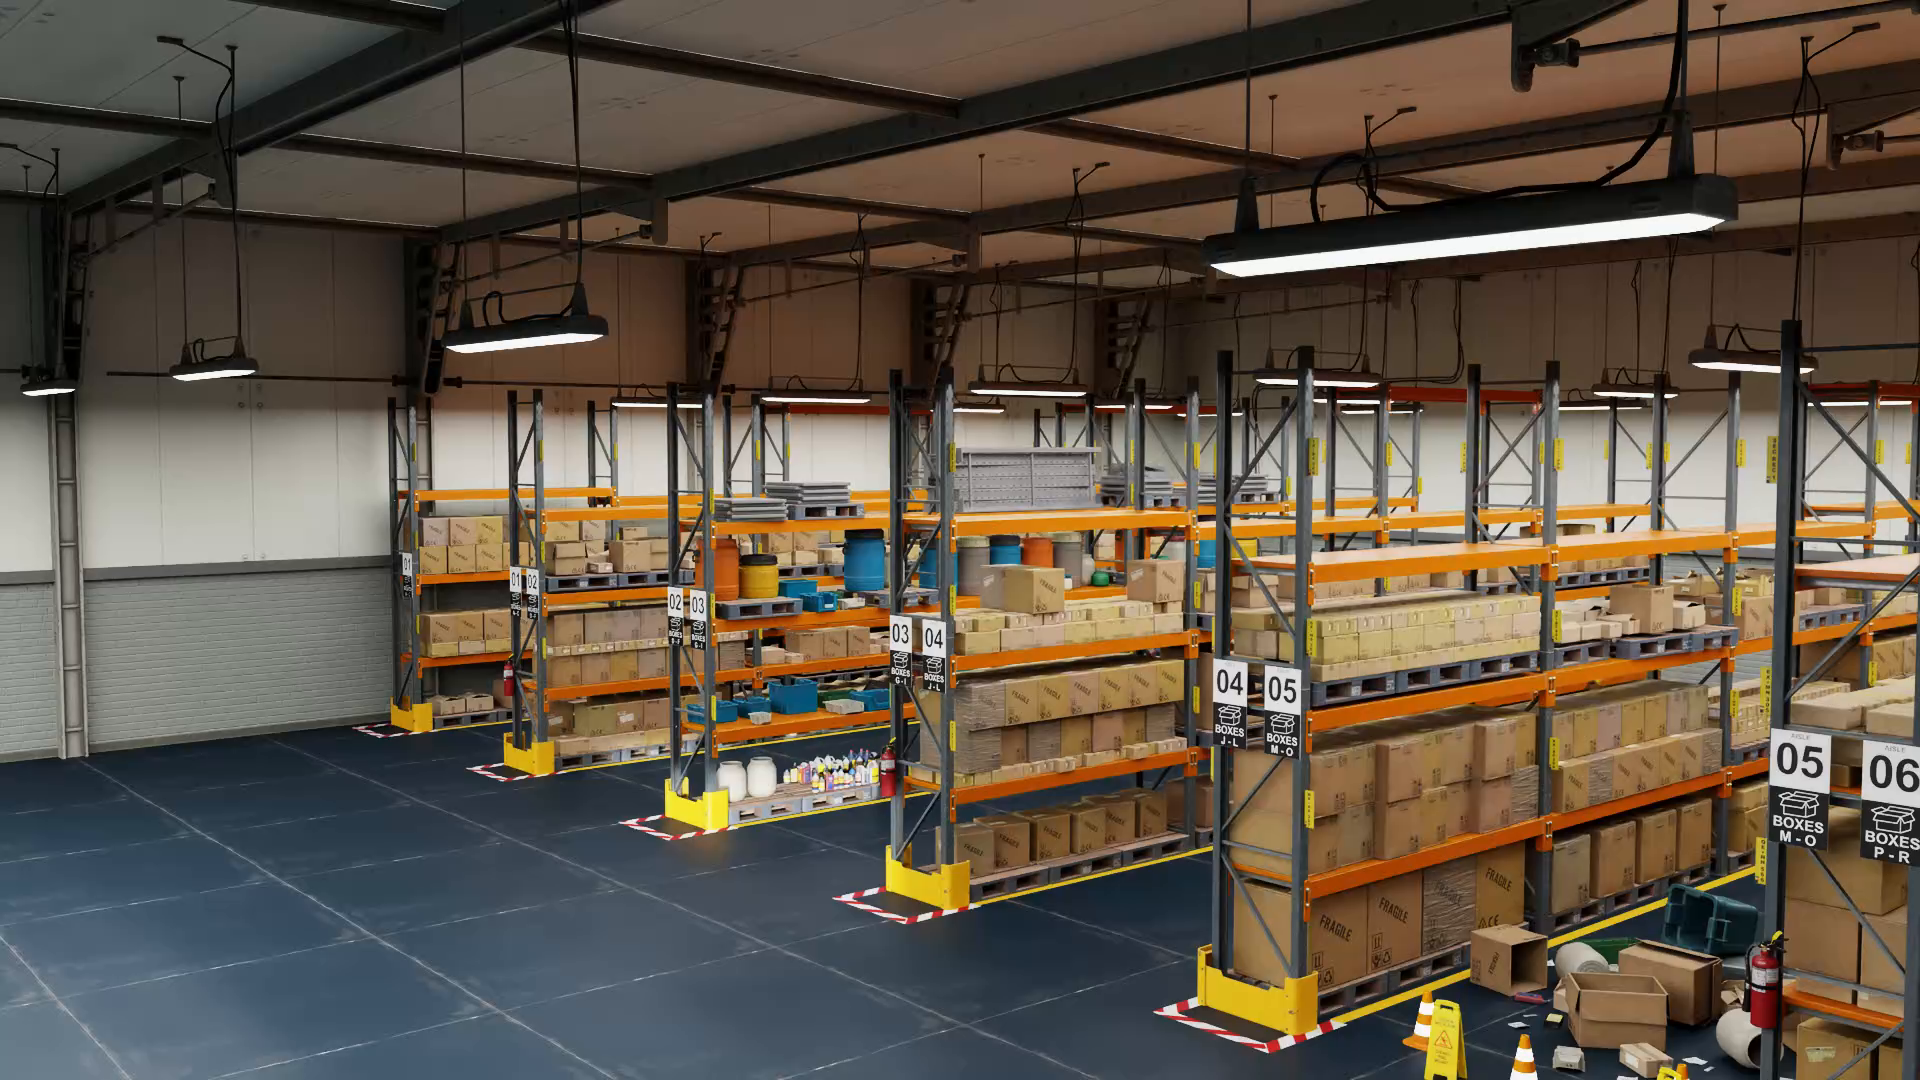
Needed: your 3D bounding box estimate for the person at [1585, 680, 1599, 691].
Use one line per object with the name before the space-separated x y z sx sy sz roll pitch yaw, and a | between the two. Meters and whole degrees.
person | 9.354 2.856 24.713 0.591 1.720 0.692 -3 5 -43
